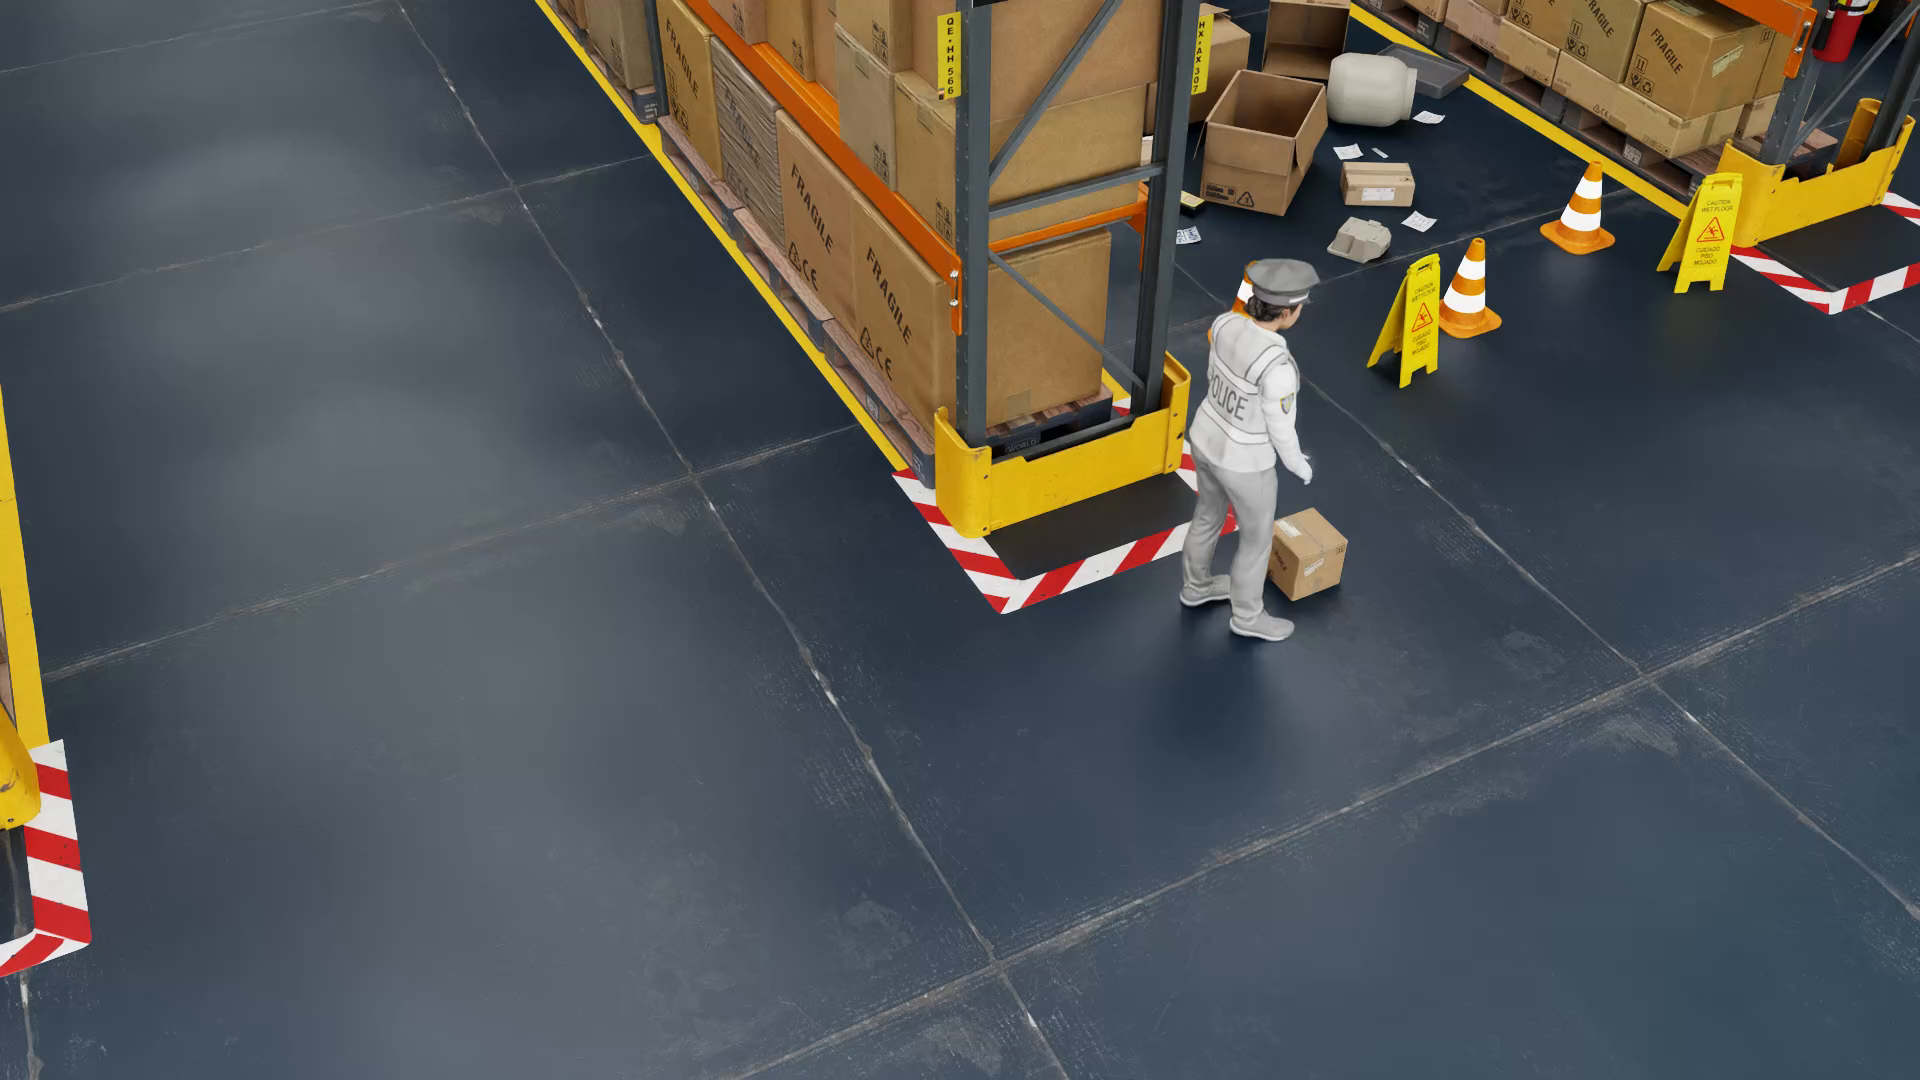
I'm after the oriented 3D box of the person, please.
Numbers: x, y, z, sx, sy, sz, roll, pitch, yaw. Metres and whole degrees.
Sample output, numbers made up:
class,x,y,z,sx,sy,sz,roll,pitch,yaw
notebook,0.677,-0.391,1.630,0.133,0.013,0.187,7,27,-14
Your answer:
class,x,y,z,sx,sy,sz,roll,pitch,yaw
person,1.128,-0.324,6.528,0.423,1.692,0.523,-19,45,-20
